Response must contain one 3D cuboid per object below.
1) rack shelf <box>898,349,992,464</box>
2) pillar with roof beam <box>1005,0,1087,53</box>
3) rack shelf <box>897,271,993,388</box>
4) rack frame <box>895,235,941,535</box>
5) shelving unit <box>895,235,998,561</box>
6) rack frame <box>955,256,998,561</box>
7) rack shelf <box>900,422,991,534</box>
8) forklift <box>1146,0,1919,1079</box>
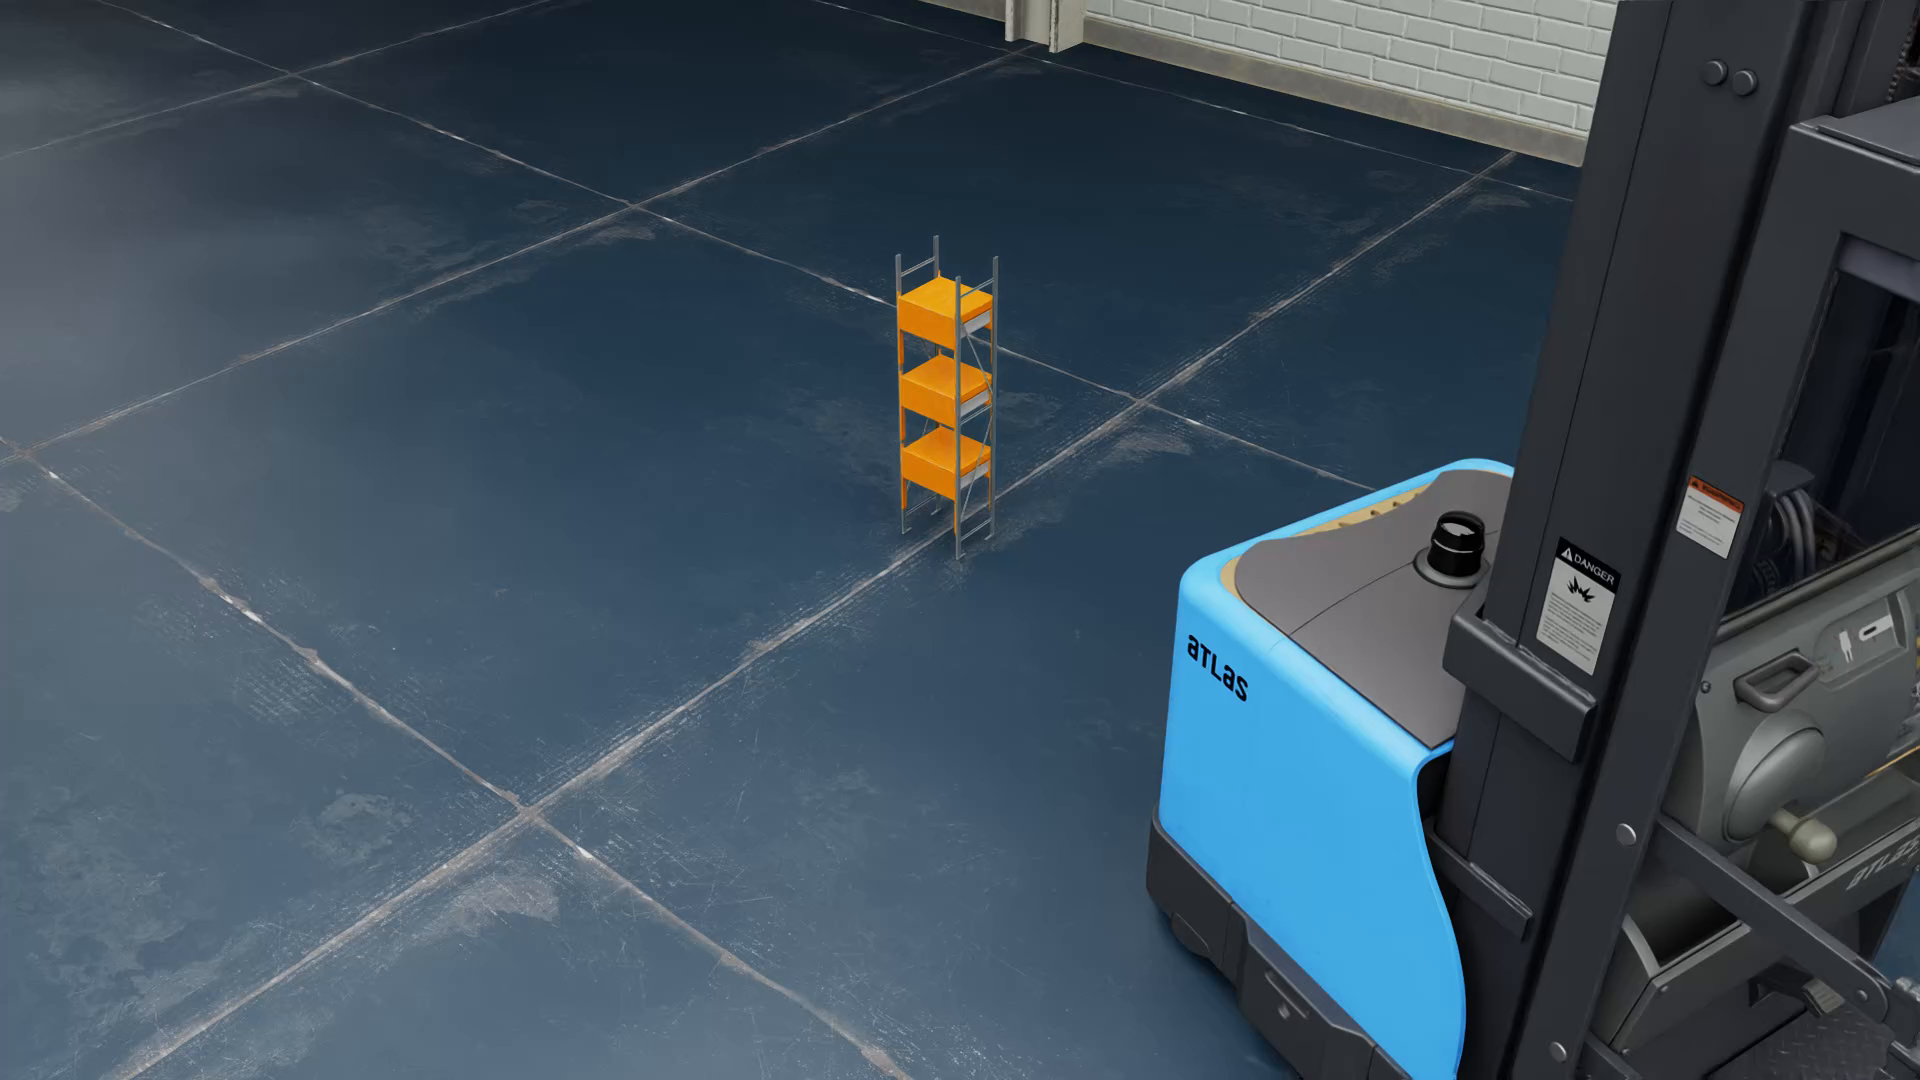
[{"bbox_3d":[-0.041,-0.443,5.487,0.240,0.259,0.215,25,42,32],"label":"rack shelf"},{"bbox_3d":[-2.231,-4.912,4.953,0.400,9.000,9.100,25,42,32],"label":"pillar with roof beam"},{"bbox_3d":[-0.041,-0.677,5.326,0.240,0.259,0.215,25,42,32],"label":"rack shelf"},{"bbox_3d":[-0.135,-0.496,5.545,0.008,1.050,0.200,25,42,32],"label":"rack frame"},{"bbox_3d":[-0.041,-0.452,5.481,0.252,1.050,0.215,25,42,32],"label":"shelving unit"},{"bbox_3d":[0.053,-0.408,5.417,0.008,1.050,0.200,25,42,32],"label":"rack frame"},{"bbox_3d":[-0.041,-0.214,5.644,0.240,0.259,0.215,25,42,32],"label":"rack shelf"},{"bbox_3d":[1.681,0.304,2.719,1.130,2.935,3.031,-19,39,-26],"label":"forklift"}]
